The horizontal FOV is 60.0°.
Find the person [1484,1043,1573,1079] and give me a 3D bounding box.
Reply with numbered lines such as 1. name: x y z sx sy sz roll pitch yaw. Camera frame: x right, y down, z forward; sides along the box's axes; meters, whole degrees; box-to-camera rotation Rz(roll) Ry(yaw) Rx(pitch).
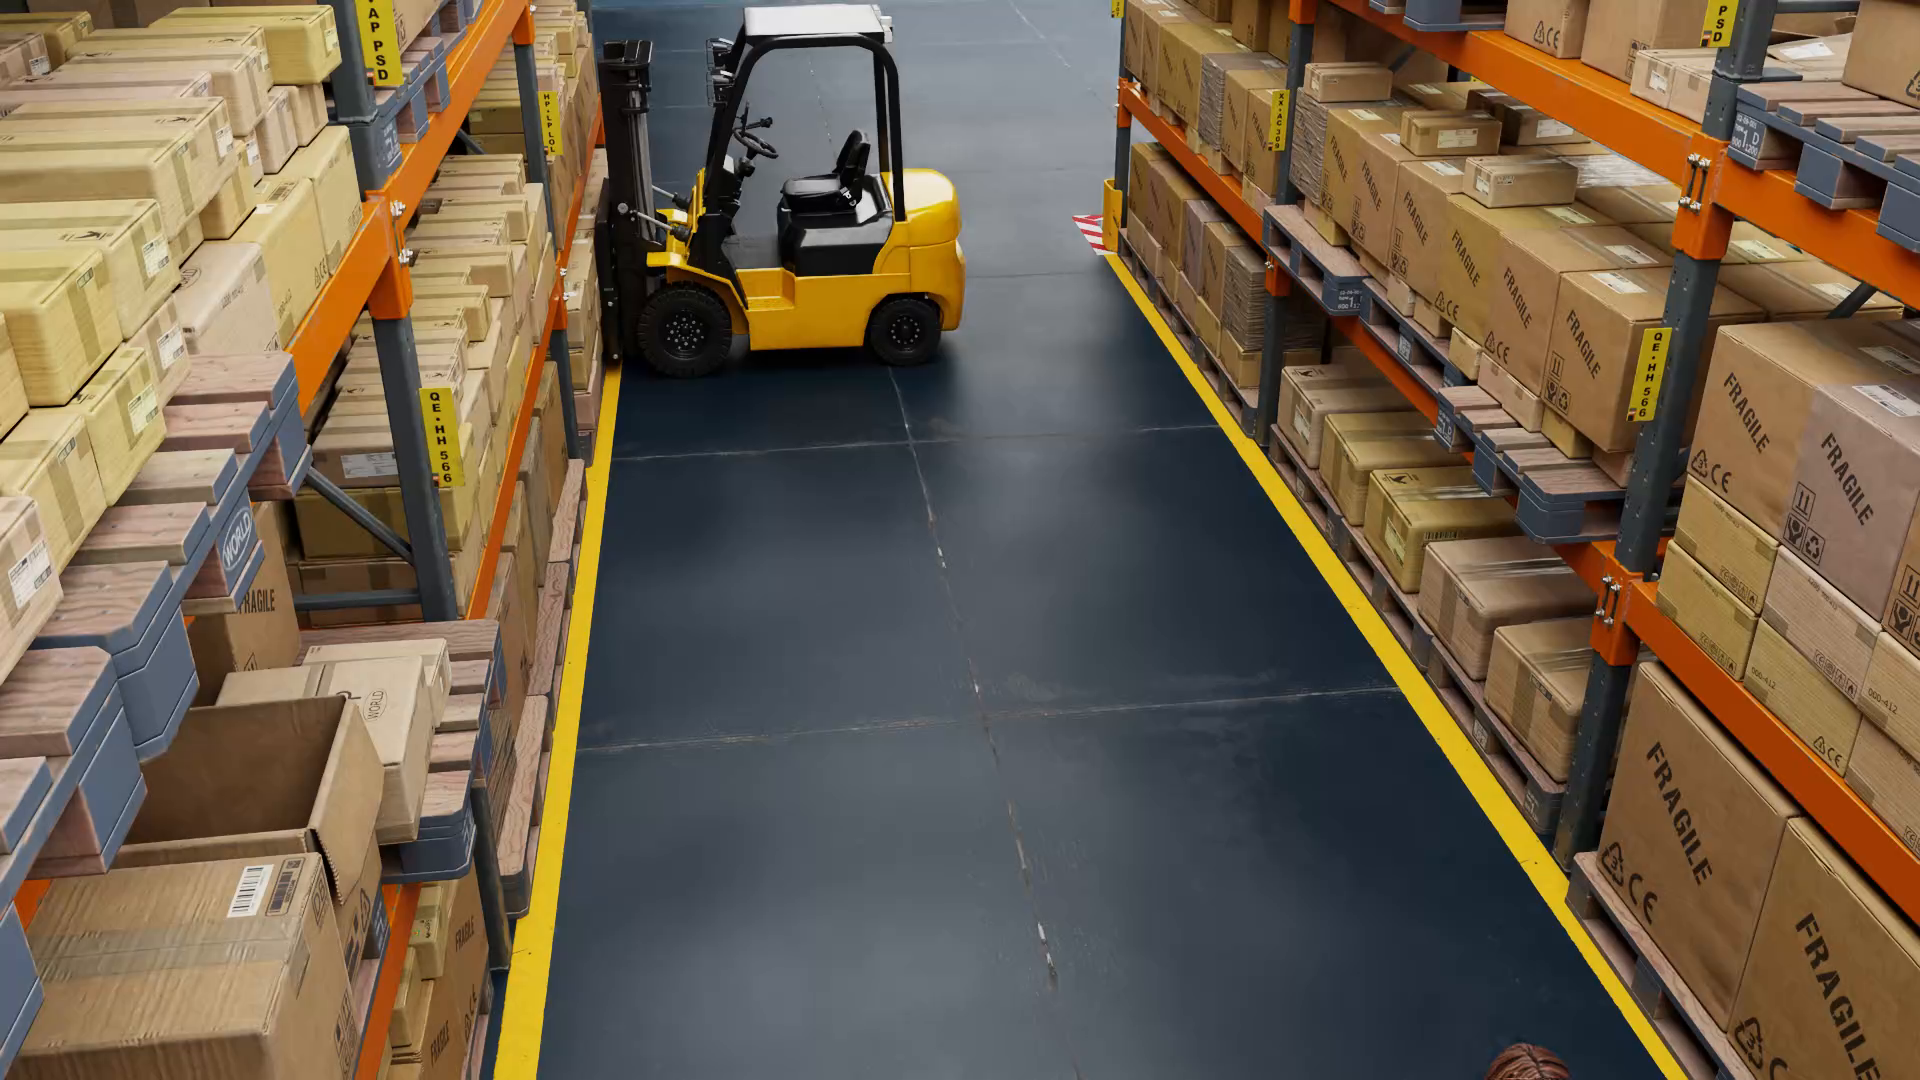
1. person: 1.171 1.775 3.722 0.424 1.549 0.910 -4 28 -8
